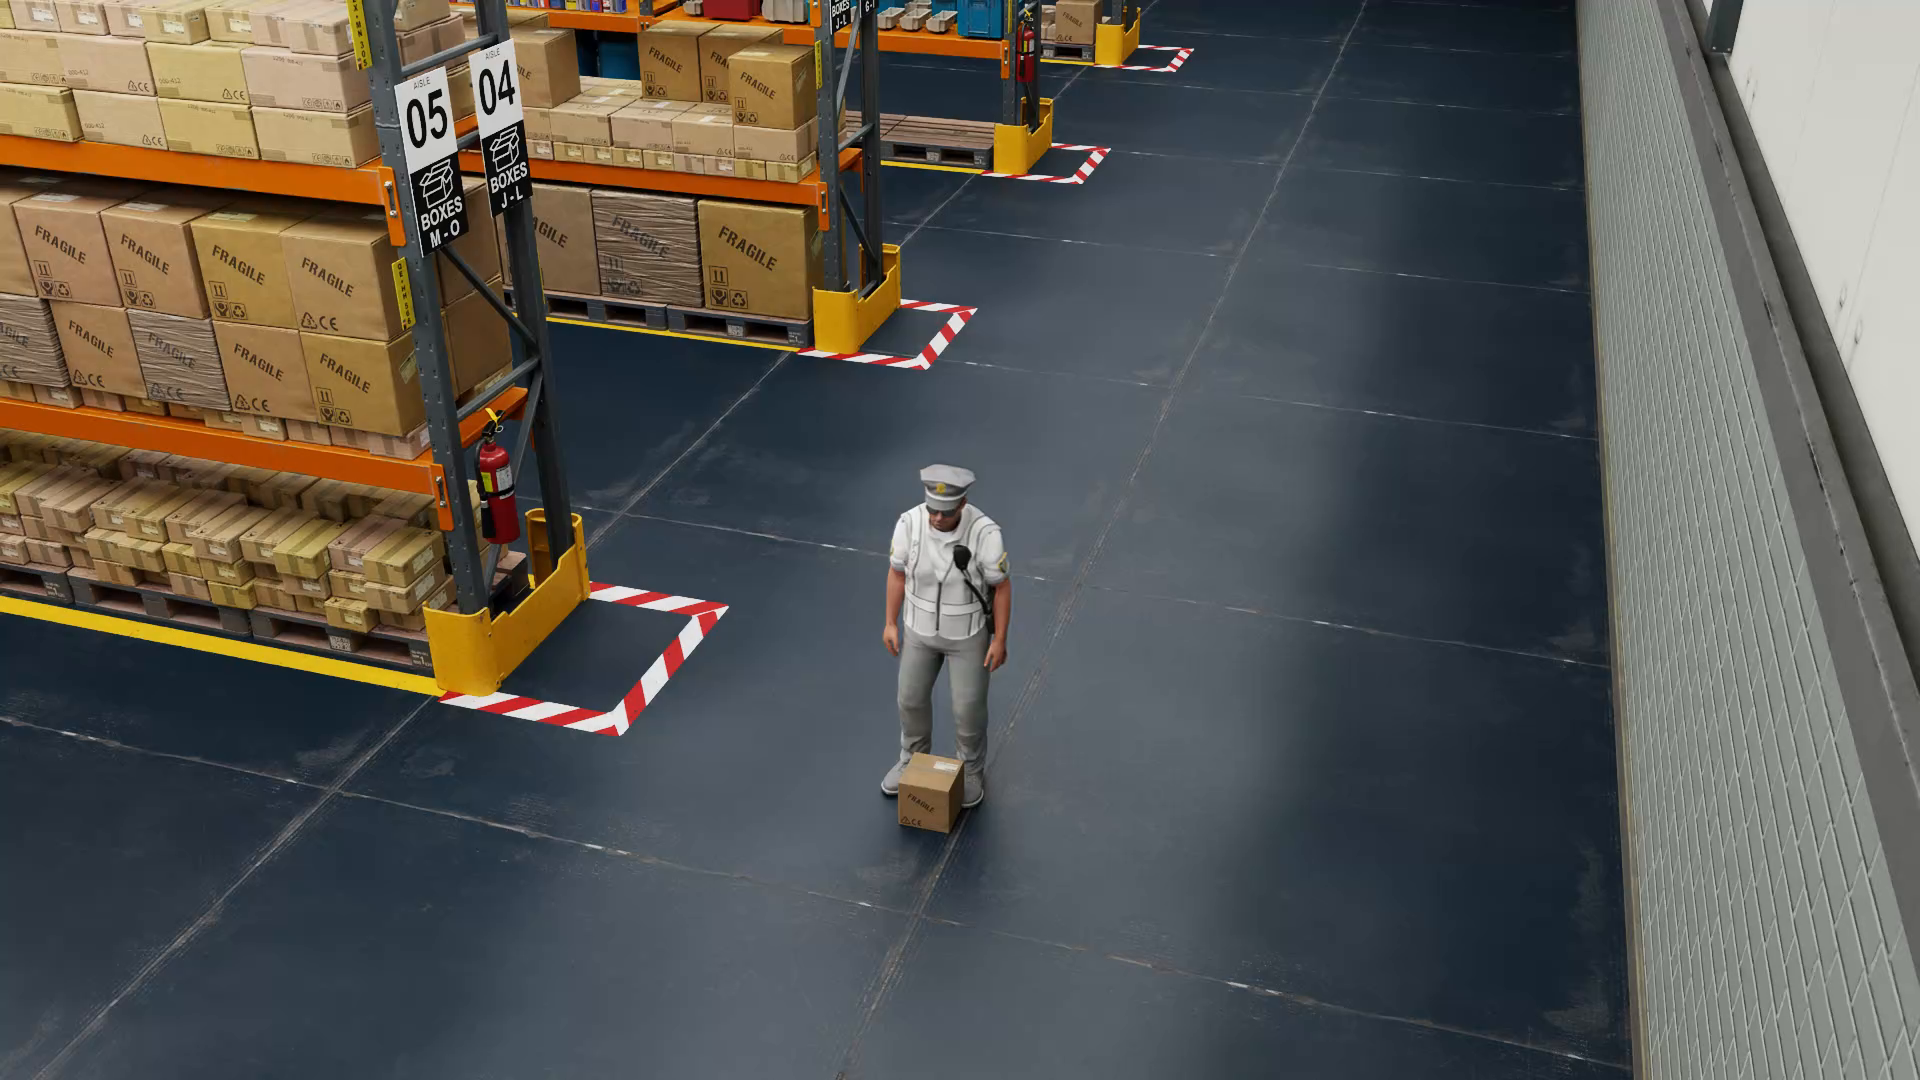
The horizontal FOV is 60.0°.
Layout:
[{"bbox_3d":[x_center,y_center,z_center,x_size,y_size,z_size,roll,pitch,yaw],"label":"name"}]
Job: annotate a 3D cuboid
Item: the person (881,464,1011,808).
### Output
[{"bbox_3d":[-0.058,0.415,7.752,0.594,1.748,0.434,8,30,14],"label":"person"}]
